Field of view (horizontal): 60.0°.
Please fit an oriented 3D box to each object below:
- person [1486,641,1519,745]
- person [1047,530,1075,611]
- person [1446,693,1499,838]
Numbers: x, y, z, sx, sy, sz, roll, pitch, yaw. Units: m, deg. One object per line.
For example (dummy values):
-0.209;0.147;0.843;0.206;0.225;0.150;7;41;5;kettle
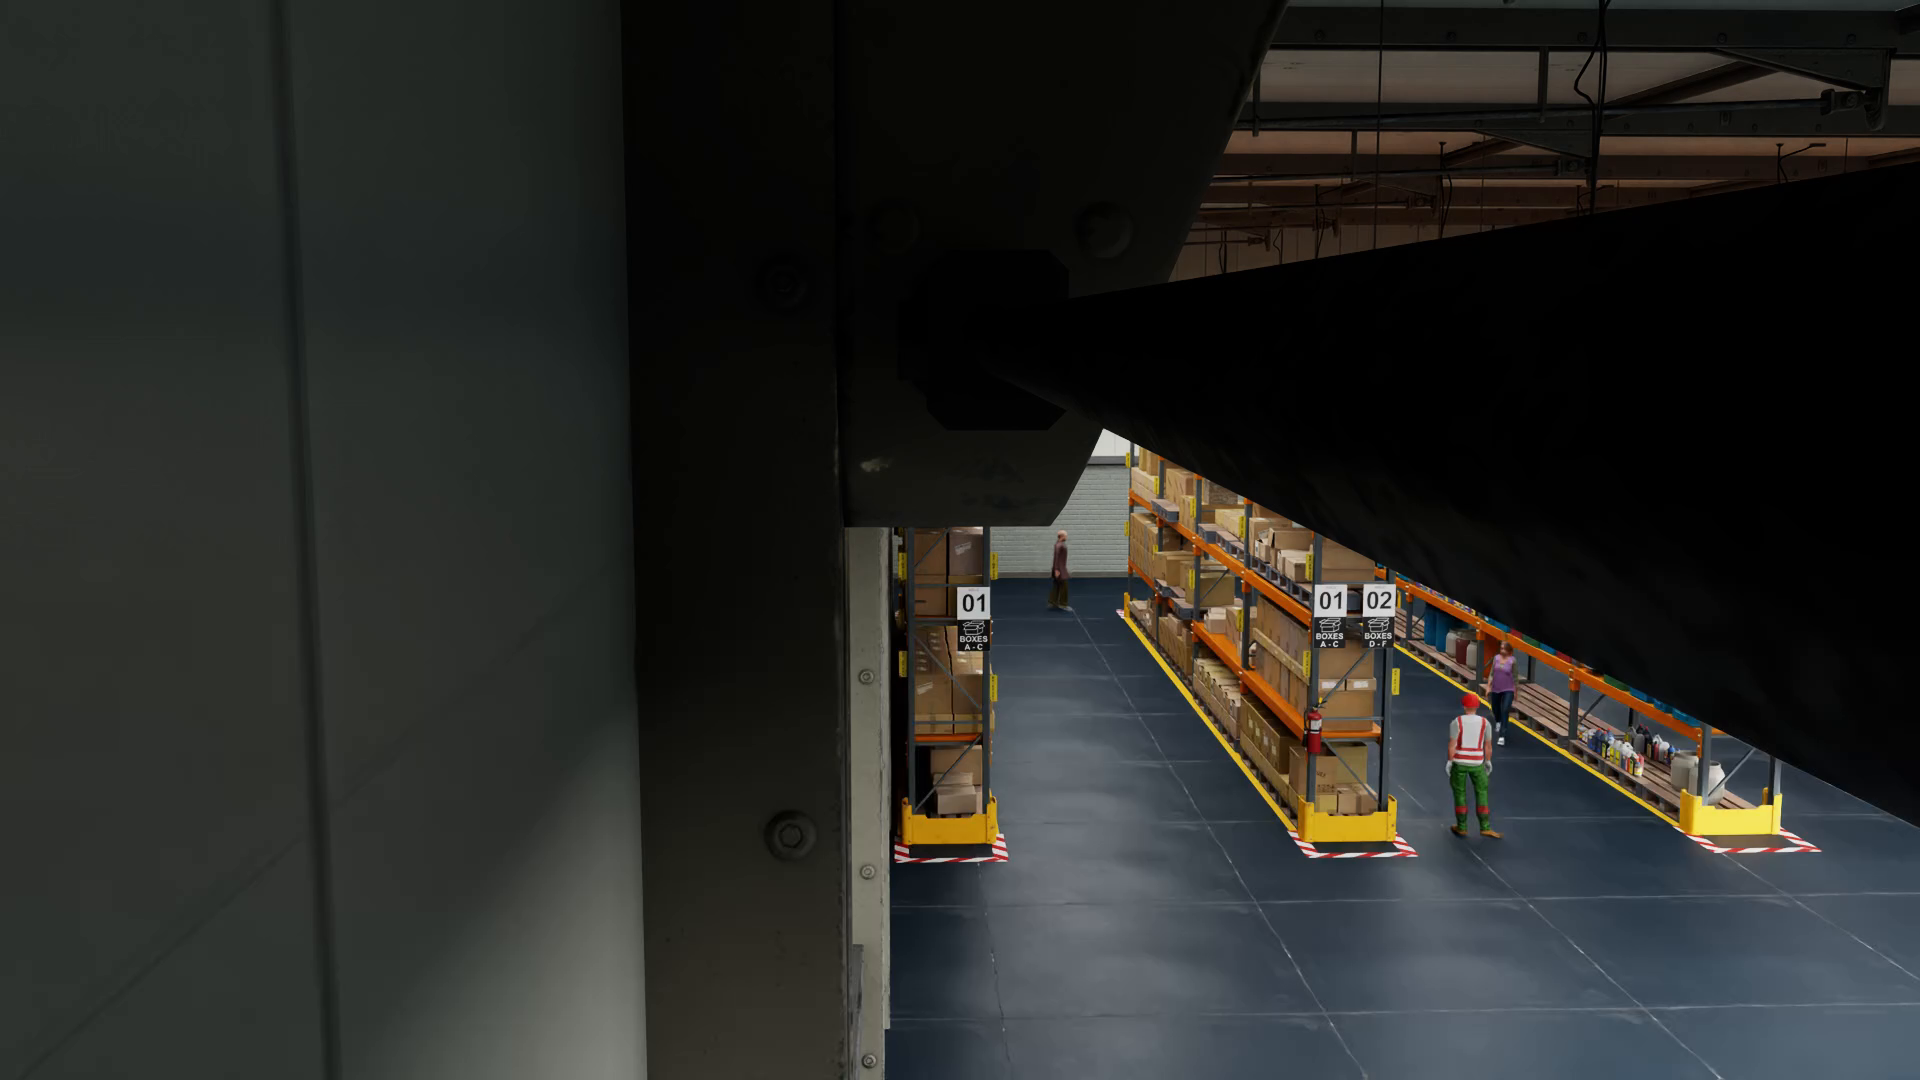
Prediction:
8.314;2.290;25.443;0.456;1.548;0.912;4;8;28;person
2.275;0.685;37.310;0.628;1.818;0.635;1;7;5;person
6.400;2.803;20.718;0.671;1.795;0.451;1;7;7;person
